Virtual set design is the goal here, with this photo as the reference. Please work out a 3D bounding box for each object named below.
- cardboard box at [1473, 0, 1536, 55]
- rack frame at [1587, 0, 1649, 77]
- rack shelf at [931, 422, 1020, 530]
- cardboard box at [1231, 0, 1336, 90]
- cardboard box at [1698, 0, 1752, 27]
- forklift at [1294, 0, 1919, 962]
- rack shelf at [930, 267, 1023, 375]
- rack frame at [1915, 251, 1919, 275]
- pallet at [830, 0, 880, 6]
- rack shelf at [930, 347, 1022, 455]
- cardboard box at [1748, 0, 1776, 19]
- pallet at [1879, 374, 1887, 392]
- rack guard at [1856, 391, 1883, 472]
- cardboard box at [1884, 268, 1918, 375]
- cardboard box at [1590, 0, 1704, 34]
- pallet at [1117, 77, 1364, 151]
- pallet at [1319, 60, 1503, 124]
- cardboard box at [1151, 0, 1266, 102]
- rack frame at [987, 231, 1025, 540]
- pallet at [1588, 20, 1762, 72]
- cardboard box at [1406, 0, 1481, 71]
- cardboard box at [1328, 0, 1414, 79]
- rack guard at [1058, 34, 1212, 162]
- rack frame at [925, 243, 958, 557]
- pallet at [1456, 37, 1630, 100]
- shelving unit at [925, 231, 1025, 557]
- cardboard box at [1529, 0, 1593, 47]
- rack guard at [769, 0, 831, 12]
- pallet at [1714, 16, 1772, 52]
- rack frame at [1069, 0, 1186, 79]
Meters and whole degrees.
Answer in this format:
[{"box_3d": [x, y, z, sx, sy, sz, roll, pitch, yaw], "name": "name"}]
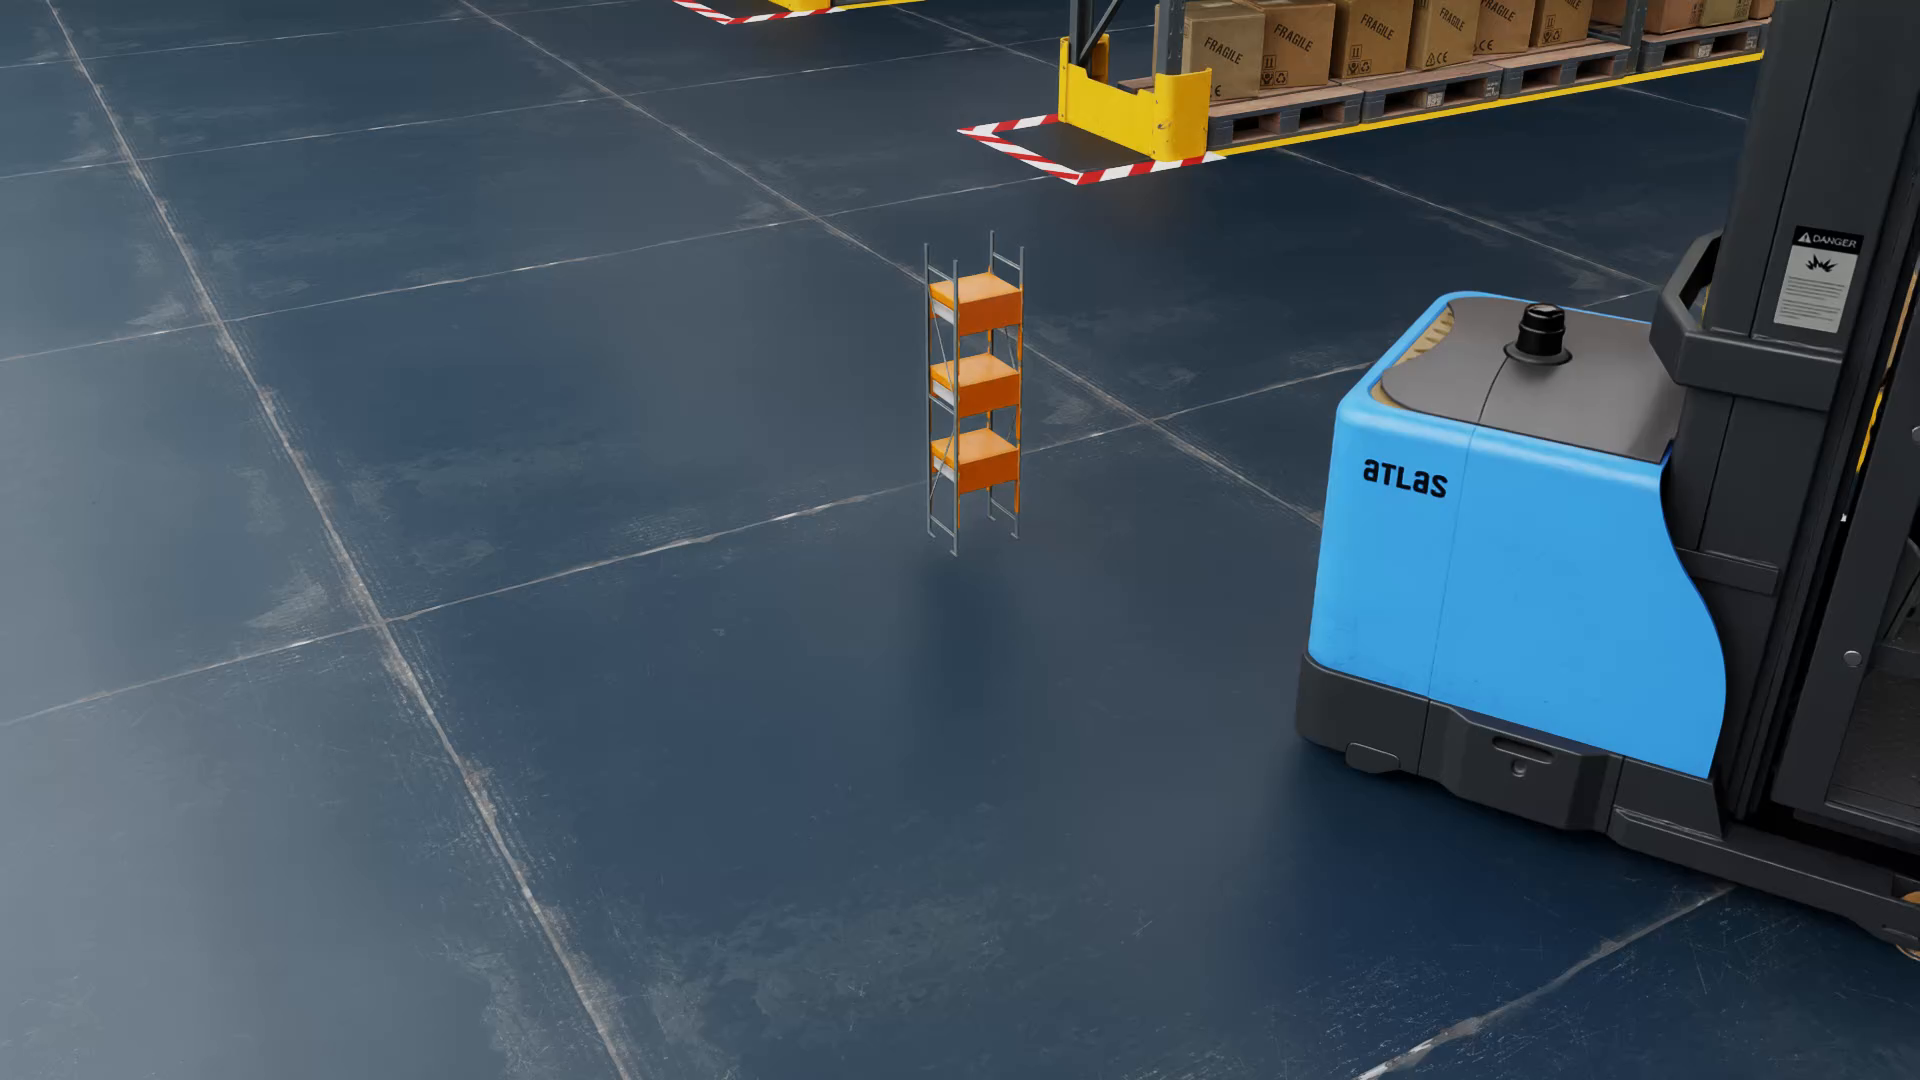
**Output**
[{"box_3d": [3.575, -3.635, 11.385, 0.500, 0.500, 0.500, -6, 29, -11], "name": "cardboard box"}, {"box_3d": [4.430, -4.770, 11.289, 0.127, 3.000, 1.000, -16, 33, -26], "name": "rack frame"}, {"box_3d": [0.046, -0.220, 5.659, 0.240, 0.259, 0.215, -16, 33, -26], "name": "rack shelf"}, {"box_3d": [2.026, -3.187, 10.573, 0.500, 0.500, 0.500, -8, 30, -13], "name": "cardboard box"}, {"box_3d": [5.391, -4.119, 12.241, 0.500, 0.500, 0.700, -16, 33, -27], "name": "cardboard box"}, {"box_3d": [2.470, -0.529, 3.675, 3.031, 2.935, 1.130, 16, 33, 26], "name": "forklift"}, {"box_3d": [0.046, -0.712, 5.388, 0.240, 0.259, 0.215, -16, 33, -26], "name": "rack shelf"}, {"box_3d": [3.407, -1.700, 5.726, 0.127, 3.000, 1.000, -16, 33, -26], "name": "rack frame"}, {"box_3d": [-0.783, -4.868, 14.353, 1.213, 0.211, 1.003, -16, 33, -26], "name": "pallet"}, {"box_3d": [0.046, -0.463, 5.525, 0.240, 0.259, 0.215, -16, 33, -26], "name": "rack shelf"}, {"box_3d": [5.873, -4.256, 12.489, 0.500, 0.500, 0.700, -19, 34, -30], "name": "cardboard box"}, {"box_3d": [4.057, -0.708, 6.814, 1.213, 0.211, 1.003, -16, 33, -26], "name": "pallet"}, {"box_3d": [3.387, -0.600, 6.320, 0.348, 0.500, 1.175, -16, 33, -26], "name": "rack guard"}, {"box_3d": [3.958, -1.147, 6.489, 0.875, 0.875, 0.875, -16, 33, -26], "name": "cardboard box"}, {"box_3d": [4.971, -4.010, 12.043, 0.500, 0.500, 0.700, -19, 34, -30], "name": "cardboard box"}, {"box_3d": [1.765, -2.773, 10.556, 1.213, 0.211, 1.003, -16, 33, -26], "name": "pallet"}, {"box_3d": [2.816, -3.070, 11.094, 1.213, 0.211, 1.003, -16, 33, -26], "name": "pallet"}, {"box_3d": [1.528, -3.027, 10.282, 0.500, 0.500, 0.500, -10, 30, -17], "name": "cardboard box"}, {"box_3d": [0.151, -0.503, 5.574, 0.008, 1.050, 0.200, -16, 33, -26], "name": "rack frame"}, {"box_3d": [5.101, -3.741, 12.310, 1.213, 0.211, 1.003, -16, 33, -26], "name": "pallet"}, {"box_3d": [3.080, -3.450, 11.050, 0.500, 0.500, 0.500, -19, 34, -31], "name": "cardboard box"}, {"box_3d": [2.576, -3.332, 10.836, 0.500, 0.500, 0.500, -13, 31, -22], "name": "cardboard box"}, {"box_3d": [1.047, -2.715, 10.153, 0.348, 0.500, 1.175, -16, 33, -26], "name": "rack guard"}, {"box_3d": [-0.059, -0.443, 5.466, 0.008, 1.050, 0.200, -16, 33, -26], "name": "rack frame"}, {"box_3d": [3.869, -3.370, 11.639, 1.213, 0.211, 1.003, -16, 33, -26], "name": "pallet"}, {"box_3d": [0.046, -0.473, 5.520, 0.252, 1.050, 0.215, -16, 33, -26], "name": "shelving unit"}, {"box_3d": [4.065, -3.779, 11.645, 0.500, 0.500, 0.500, -17, 33, -28], "name": "cardboard box"}, {"box_3d": [-1.486, -4.798, 13.927, 0.348, 0.500, 1.175, -16, 33, -26], "name": "rack guard"}, {"box_3d": [6.154, -4.041, 12.854, 1.213, 0.211, 1.003, -16, 33, -26], "name": "pallet"}, {"box_3d": [0.982, -3.791, 9.515, 0.127, 3.000, 1.000, -16, 33, -26], "name": "rack frame"}]
